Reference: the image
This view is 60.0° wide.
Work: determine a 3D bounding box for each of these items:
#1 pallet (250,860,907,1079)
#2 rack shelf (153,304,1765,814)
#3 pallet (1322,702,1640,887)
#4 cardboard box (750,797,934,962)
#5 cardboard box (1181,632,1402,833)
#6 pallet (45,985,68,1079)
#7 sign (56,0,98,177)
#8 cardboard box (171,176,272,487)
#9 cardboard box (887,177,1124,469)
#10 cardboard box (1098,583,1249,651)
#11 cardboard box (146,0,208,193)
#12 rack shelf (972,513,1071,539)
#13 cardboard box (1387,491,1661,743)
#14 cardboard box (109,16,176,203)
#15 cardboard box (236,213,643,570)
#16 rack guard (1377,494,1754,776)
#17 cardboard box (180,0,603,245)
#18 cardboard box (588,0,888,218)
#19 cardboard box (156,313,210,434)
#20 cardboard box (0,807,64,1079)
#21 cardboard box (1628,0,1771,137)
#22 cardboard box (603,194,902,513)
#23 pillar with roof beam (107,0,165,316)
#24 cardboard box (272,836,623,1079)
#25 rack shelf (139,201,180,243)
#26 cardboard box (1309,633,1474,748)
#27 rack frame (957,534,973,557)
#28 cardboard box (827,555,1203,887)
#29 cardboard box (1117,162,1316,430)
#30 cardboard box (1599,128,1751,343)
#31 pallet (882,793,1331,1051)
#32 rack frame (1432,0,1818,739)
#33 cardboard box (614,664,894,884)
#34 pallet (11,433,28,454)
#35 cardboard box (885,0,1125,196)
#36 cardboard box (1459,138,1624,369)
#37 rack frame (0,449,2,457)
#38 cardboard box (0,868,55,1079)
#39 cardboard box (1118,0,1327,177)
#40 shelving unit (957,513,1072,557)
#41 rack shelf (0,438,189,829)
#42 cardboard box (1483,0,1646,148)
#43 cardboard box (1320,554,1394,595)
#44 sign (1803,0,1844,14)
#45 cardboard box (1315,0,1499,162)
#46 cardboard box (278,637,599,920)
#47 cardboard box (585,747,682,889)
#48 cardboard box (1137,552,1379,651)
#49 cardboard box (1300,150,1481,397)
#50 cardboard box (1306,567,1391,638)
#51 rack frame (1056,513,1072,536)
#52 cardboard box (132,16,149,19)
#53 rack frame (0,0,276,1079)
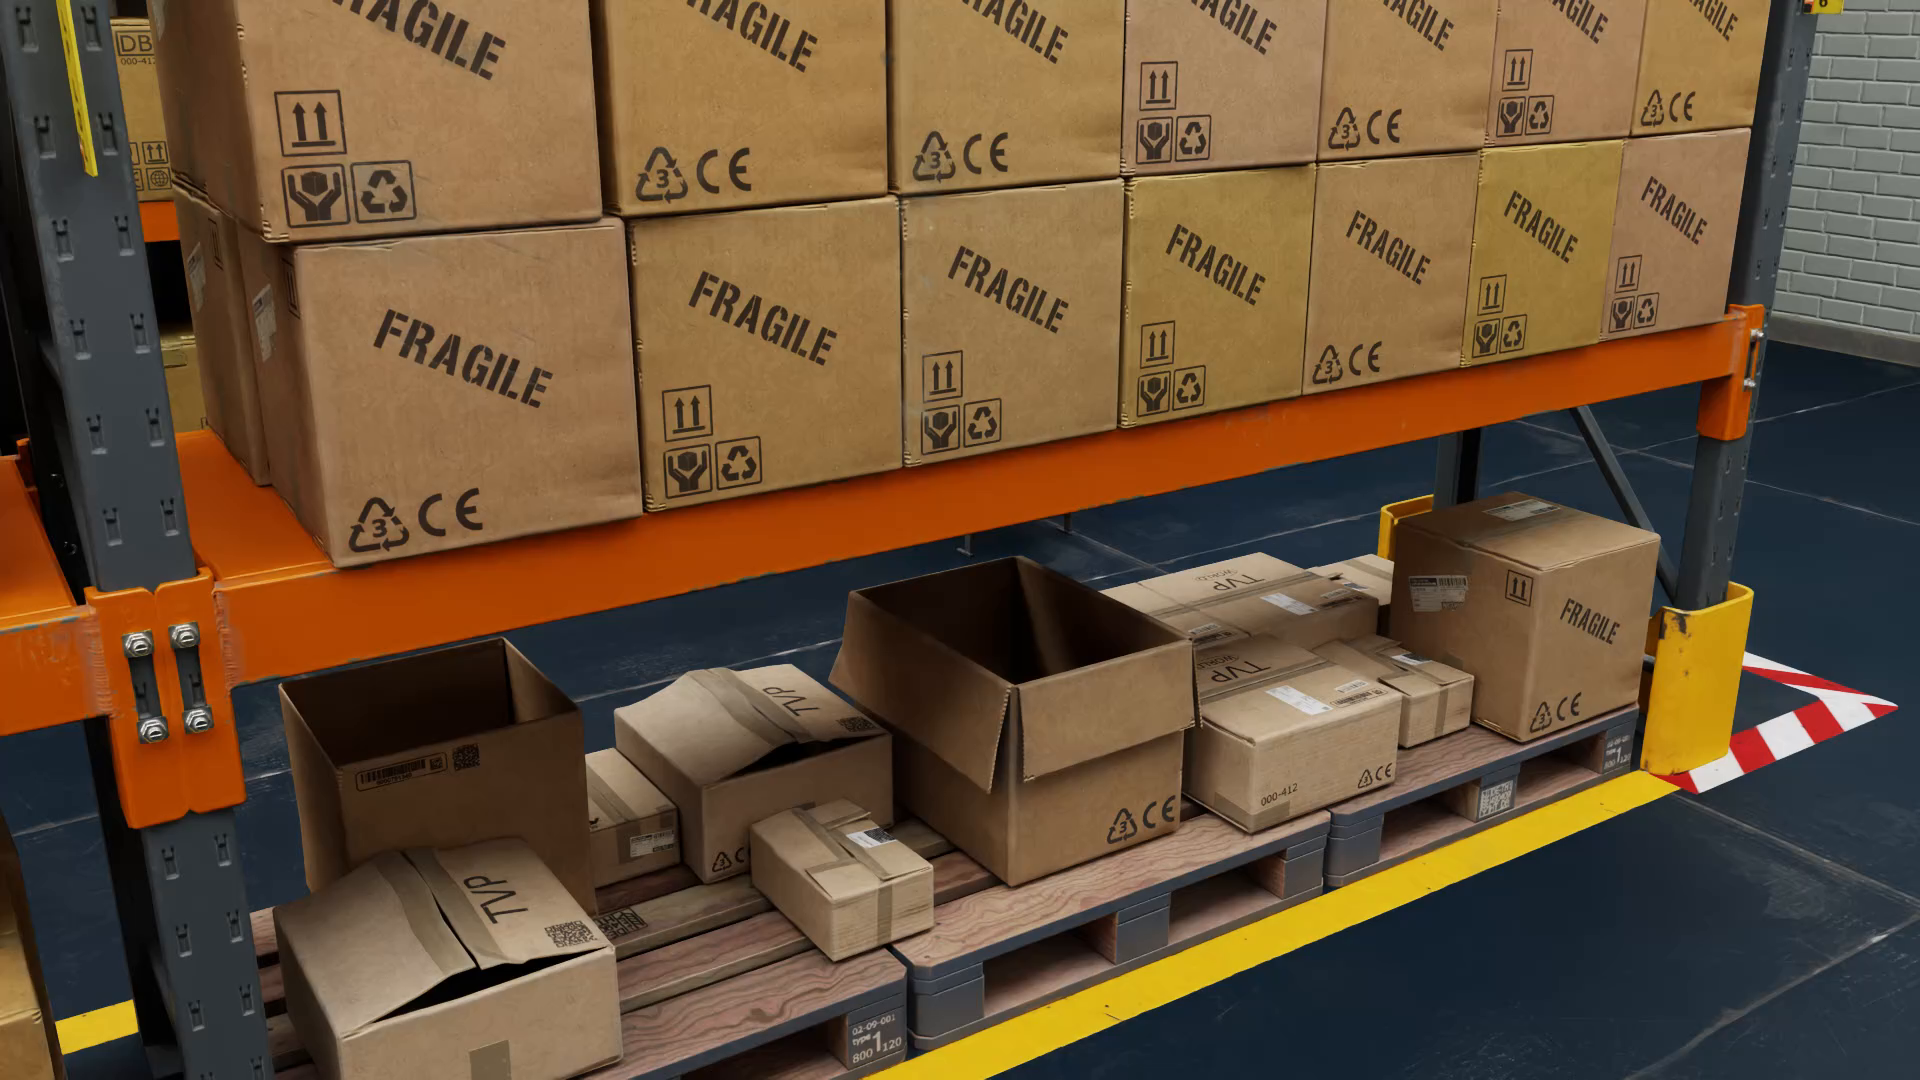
[{"bbox_3d":[-0.875,0.966,3.557,1.213,0.211,1.003,-12,22,-31],"label":"pallet"},{"bbox_3d":[0.221,-0.245,3.911,4.000,0.370,1.077,-12,22,-31],"label":"rack shelf"},{"bbox_3d":[1.163,0.537,4.828,1.213,0.211,1.003,-12,22,-31],"label":"pallet"},{"bbox_3d":[-0.263,0.729,3.643,0.250,0.166,0.380,-12,22,-31],"label":"cardboard box"},{"bbox_3d":[0.763,0.477,4.258,0.500,0.250,0.500,-12,22,-31],"label":"cardboard box"},{"bbox_3d":[-2.108,1.240,2.746,1.213,0.211,1.003,-12,22,-31],"label":"pallet"},{"bbox_3d":[-1.141,-0.635,2.131,0.005,0.325,0.100,-12,22,-31],"label":"sign"},{"bbox_3d":[-1.173,-0.438,3.201,0.500,0.500,0.500,-11,22,-31],"label":"cardboard box"},{"bbox_3d":[-0.029,-0.477,3.315,0.500,0.500,0.500,-12,22,-32],"label":"cardboard box"},{"bbox_3d":[0.446,0.352,4.627,0.500,0.250,0.500,-12,22,-31],"label":"cardboard box"},{"bbox_3d":[-1.169,-0.913,3.045,0.500,0.500,0.500,-12,22,-31],"label":"cardboard box"},{"bbox_3d":[0.138,-0.348,6.723,0.480,0.518,0.431,-12,22,-31],"label":"rack shelf"},{"bbox_3d":[1.573,0.199,4.689,0.500,0.500,0.500,-12,22,-31],"label":"cardboard box"},{"bbox_3d":[-3.715,-1.792,6.892,0.700,0.700,0.980,-12,22,-31],"label":"cardboard box"},{"bbox_3d":[-0.873,-0.298,2.787,0.500,0.500,0.500,-11,22,-30],"label":"cardboard box"},{"bbox_3d":[1.828,0.259,5.198,0.348,0.500,1.175,-12,22,-31],"label":"rack guard"},{"bbox_3d":[-0.901,-0.763,2.600,0.500,0.500,0.500,-11,22,-30],"label":"cardboard box"},{"bbox_3d":[-0.470,-0.854,2.869,0.500,0.500,0.500,-13,22,-33],"label":"cardboard box"},{"bbox_3d":[-3.496,-0.677,7.312,0.500,0.500,0.700,-12,22,-31],"label":"cardboard box"},{"bbox_3d":[-1.987,0.762,3.024,0.500,0.500,0.500,-13,23,-34],"label":"cardboard box"},{"bbox_3d":[1.671,-1.308,4.212,0.500,0.500,0.500,-12,22,-32],"label":"cardboard box"},{"bbox_3d":[-0.448,-0.389,3.057,0.500,0.500,0.500,-11,22,-30],"label":"cardboard box"},{"bbox_3d":[-1.700,-3.604,3.353,0.400,9.000,9.100,-12,22,-31],"label":"pillar with roof beam"},{"bbox_3d":[-0.979,0.815,3.161,0.500,0.311,0.500,-12,22,-31],"label":"cardboard box"},{"bbox_3d":[-2.506,-1.570,7.828,4.000,0.370,1.077,-12,22,-31],"label":"rack shelf"},{"bbox_3d":[1.185,0.404,4.603,0.250,0.166,0.380,-12,22,-31],"label":"cardboard box"},{"bbox_3d":[-0.066,-0.981,6.368,0.015,2.100,0.400,-12,22,-31],"label":"rack frame"},{"bbox_3d":[0.117,0.408,4.066,0.637,0.503,0.797,-12,22,-31],"label":"cardboard box"},{"bbox_3d":[0.395,-0.567,3.582,0.500,0.500,0.500,-12,22,-32],"label":"cardboard box"},{"bbox_3d":[1.667,-0.834,4.373,0.500,0.500,0.500,-11,22,-30],"label":"cardboard box"},{"bbox_3d":[0.145,0.750,4.197,1.213,0.211,1.003,-12,22,-31],"label":"pallet"},{"bbox_3d":[1.892,-0.939,4.837,0.127,3.000,1.000,-12,22,-31],"label":"rack frame"},{"bbox_3d":[-0.503,0.523,4.026,0.500,0.311,0.500,-12,22,-31],"label":"cardboard box"},{"bbox_3d":[-3.498,-0.350,7.452,1.213,0.211,1.003,-12,22,-31],"label":"pallet"},{"bbox_3d":[-0.040,-0.944,3.137,0.500,0.500,0.500,-13,22,-33],"label":"cardboard box"},{"bbox_3d":[1.236,-0.742,4.100,0.500,0.500,0.500,-12,22,-31],"label":"cardboard box"},{"bbox_3d":[-4.177,-1.558,6.671,0.127,3.000,1.000,-12,22,-31],"label":"rack frame"},{"bbox_3d":[-1.704,0.905,2.599,0.500,0.500,0.500,-12,22,-32],"label":"cardboard box"},{"bbox_3d":[0.390,-1.035,3.407,0.500,0.500,0.500,-11,22,-30],"label":"cardboard box"},{"bbox_3d":[0.138,-1.024,6.495,0.503,2.100,0.431,-12,22,-31],"label":"shelving unit"},{"bbox_3d":[-3.119,0.459,1.827,4.000,0.370,1.077,-12,22,-31],"label":"rack shelf"},{"bbox_3d":[1.250,-1.218,3.948,0.500,0.500,0.500,-11,22,-30],"label":"cardboard box"},{"bbox_3d":[1.353,0.185,5.277,0.250,0.149,0.380,-12,22,-31],"label":"cardboard box"},{"bbox_3d":[2.180,-1.485,4.152,0.005,0.325,0.100,-12,22,-31],"label":"sign"},{"bbox_3d":[0.819,-1.126,3.674,0.500,0.500,0.500,-11,22,-30],"label":"cardboard box"},{"bbox_3d":[-1.129,0.566,3.605,0.500,0.500,0.500,-12,22,-31],"label":"cardboard box"},{"bbox_3d":[-0.849,0.650,3.904,0.250,0.149,0.380,-12,22,-31],"label":"cardboard box"},{"bbox_3d":[0.864,0.264,4.888,0.500,0.250,0.500,-12,22,-31],"label":"cardboard box"},{"bbox_3d":[0.816,-0.655,3.844,0.500,0.500,0.500,-12,22,-31],"label":"cardboard box"},{"bbox_3d":[1.144,0.221,5.144,0.250,0.166,0.380,-12,22,-31],"label":"cardboard box"},{"bbox_3d":[0.342,-1.067,6.622,0.015,2.100,0.400,-12,22,-31],"label":"rack frame"},{"bbox_3d":[-3.102,-1.919,7.268,0.700,0.700,0.980,-13,22,-33],"label":"cardboard box"},{"bbox_3d":[-1.449,-0.234,2.753,0.127,3.000,1.000,-12,22,-31],"label":"rack frame"}]
